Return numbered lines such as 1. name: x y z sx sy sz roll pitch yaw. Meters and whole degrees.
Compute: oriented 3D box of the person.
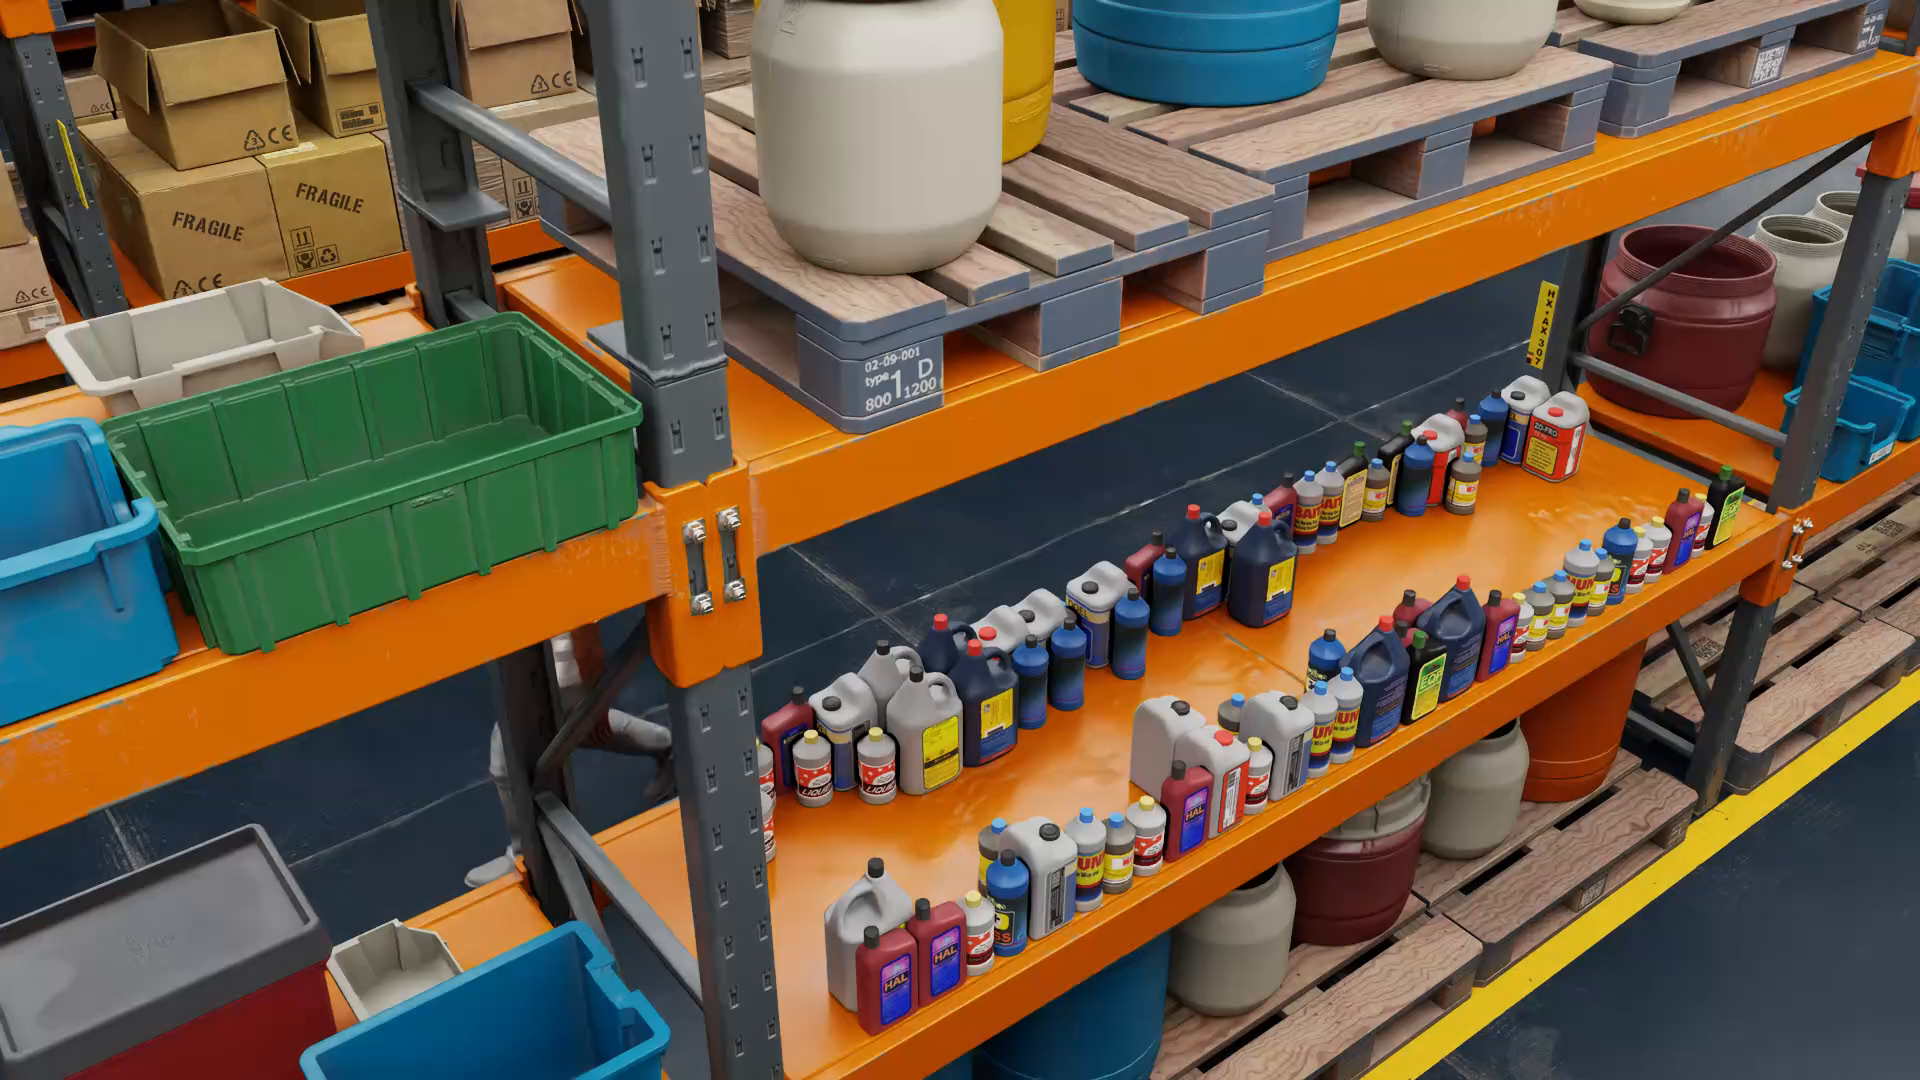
1. person: -1.323 0.365 5.526 0.900 1.732 0.592 -11 34 -17
